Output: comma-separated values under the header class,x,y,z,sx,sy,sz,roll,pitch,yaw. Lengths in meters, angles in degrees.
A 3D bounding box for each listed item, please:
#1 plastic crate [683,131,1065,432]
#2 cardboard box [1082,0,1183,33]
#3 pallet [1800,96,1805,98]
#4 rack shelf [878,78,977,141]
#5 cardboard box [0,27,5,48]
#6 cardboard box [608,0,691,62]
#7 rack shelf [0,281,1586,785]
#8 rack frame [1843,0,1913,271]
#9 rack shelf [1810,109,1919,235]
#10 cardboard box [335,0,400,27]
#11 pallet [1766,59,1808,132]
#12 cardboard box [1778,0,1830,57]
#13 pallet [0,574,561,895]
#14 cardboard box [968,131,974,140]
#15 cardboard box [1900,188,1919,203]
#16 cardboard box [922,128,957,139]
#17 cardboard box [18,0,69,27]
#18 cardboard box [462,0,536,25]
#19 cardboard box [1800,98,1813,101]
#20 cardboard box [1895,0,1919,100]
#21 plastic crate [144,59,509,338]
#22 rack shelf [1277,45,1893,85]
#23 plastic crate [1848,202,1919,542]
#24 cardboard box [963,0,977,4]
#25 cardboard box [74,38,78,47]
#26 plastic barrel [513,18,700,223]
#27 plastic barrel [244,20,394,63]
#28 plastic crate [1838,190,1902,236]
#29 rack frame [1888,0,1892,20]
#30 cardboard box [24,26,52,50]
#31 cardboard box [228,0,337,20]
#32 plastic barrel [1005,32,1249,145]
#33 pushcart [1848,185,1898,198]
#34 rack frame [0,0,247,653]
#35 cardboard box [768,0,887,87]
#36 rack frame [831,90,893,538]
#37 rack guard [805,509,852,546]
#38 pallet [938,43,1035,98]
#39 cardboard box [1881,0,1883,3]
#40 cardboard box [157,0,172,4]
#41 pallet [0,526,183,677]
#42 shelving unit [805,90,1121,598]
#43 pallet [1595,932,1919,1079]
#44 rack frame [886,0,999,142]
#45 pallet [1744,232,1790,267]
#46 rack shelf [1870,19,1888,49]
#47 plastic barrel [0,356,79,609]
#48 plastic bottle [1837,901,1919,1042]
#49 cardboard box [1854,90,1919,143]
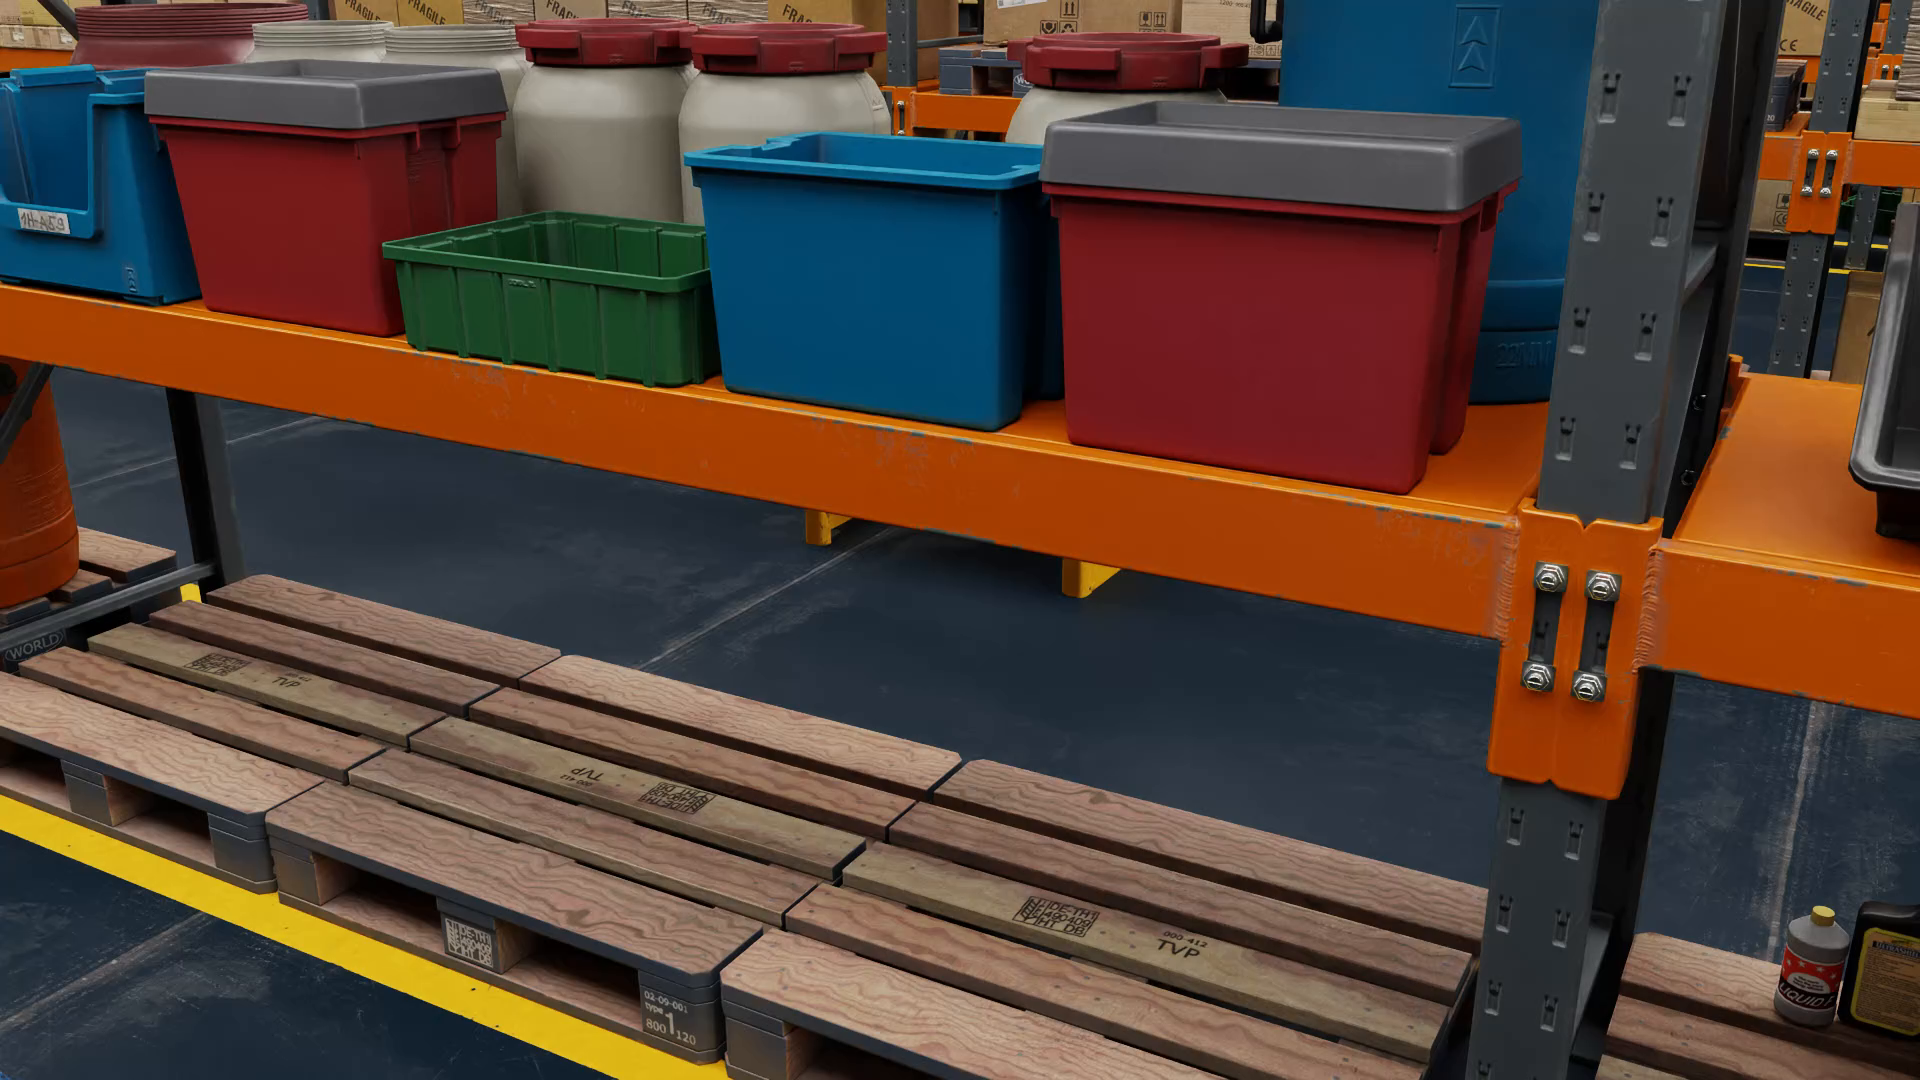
class,x,y,z,sx,sy,sz,roll,pitch,yaw
plastic crate,-0.095,-0.425,2.661,0.575,0.384,0.392,11,23,27
cardboard box,0.970,-2.585,7.830,0.500,0.500,0.700,15,25,35
pallet,10.024,-5.045,19.463,1.213,0.211,1.003,11,23,27
rack shelf,-1.803,-2.476,9.347,4.000,0.370,1.077,11,23,27
cardboard box,-6.443,-3.452,11.350,0.250,0.149,0.380,10,22,26
cardboard box,-1.496,-2.707,8.782,0.500,0.500,0.500,10,22,26
rack shelf,-0.726,-0.336,3.448,4.000,0.370,1.077,11,23,27
rack frame,5.943,-3.276,10.497,0.127,3.000,1.000,11,23,27
rack shelf,5.182,-1.145,5.679,4.000,0.370,1.077,11,23,27
cardboard box,-3.269,-3.043,9.708,0.500,0.500,0.500,11,23,27
pallet,2.839,-1.896,6.976,1.213,0.211,1.003,11,23,27
cardboard box,5.357,-3.330,10.500,0.500,0.500,0.500,11,22,27
pallet,-1.815,0.444,4.331,1.213,0.211,1.003,11,23,27
cardboard box,0.401,-3.256,13.493,0.500,0.500,0.500,11,23,28
cardboard box,6.458,-2.349,10.442,0.875,0.875,0.875,11,23,28
cardboard box,-0.649,-1.801,8.931,0.875,0.875,1.225,10,22,25
cardboard box,-5.859,-3.552,11.042,0.500,0.250,0.500,10,22,26
cardboard box,-2.393,-2.876,9.248,0.500,0.500,0.500,10,22,26
cardboard box,7.809,-3.815,15.221,0.625,0.372,0.950,11,23,28
cardboard box,3.798,-1.910,6.148,0.500,0.500,0.875,11,23,27
plastic crate,-1.211,-0.677,3.239,0.583,0.464,0.402,11,23,27
rack shelf,4.197,-3.270,11.537,4.000,0.370,1.077,11,23,27
plastic crate,1.415,-0.188,2.074,0.504,0.338,0.767,11,23,27
cardboard box,0.221,-4.268,12.984,0.250,0.149,0.380,10,22,26
cardboard box,-5.548,-3.281,10.880,0.250,0.149,0.380,10,22,26
plastic barrel,-0.727,-0.824,3.538,0.433,0.535,0.433,0,20,0
plastic barrel,-1.470,-0.952,3.927,0.421,0.512,0.421,0,20,0
plastic crate,6.733,-2.342,11.963,0.450,0.188,0.662,-22,27,-25
rack frame,8.268,-4.766,14.606,0.127,3.000,1.000,11,23,27
cardboard box,-5.994,-3.366,11.114,0.250,0.149,0.380,10,22,26
cardboard box,-4.062,-3.211,10.103,0.500,0.250,0.500,10,22,26
plastic barrel,0.292,-0.630,3.004,0.433,0.535,0.433,0,20,0
pushcart,7.200,-2.847,13.159,0.936,0.377,1.648,3,20,9
rack frame,-2.472,-1.007,4.242,0.127,3.000,1.000,11,23,27
cardboard box,-0.608,-2.537,8.313,0.500,0.500,0.500,12,23,29
rack frame,-0.369,-0.775,5.803,0.032,1.500,0.500,11,23,27
rack guard,-0.368,-0.188,6.016,0.087,0.250,0.587,11,23,27
pallet,0.618,-2.304,8.100,1.003,0.211,1.213,11,23,27
cardboard box,10.118,-6.180,18.723,0.500,0.250,0.500,11,23,29
cardboard box,-4.961,-3.381,10.572,0.500,0.250,0.500,11,23,28
pallet,-3.181,0.185,5.045,1.213,0.211,1.003,11,23,27
shelving unit,0.067,-0.692,5.574,1.083,1.500,0.587,11,23,27
pallet,1.586,1.093,2.542,1.213,0.211,1.003,11,23,27
rack frame,-0.057,-2.481,8.307,0.127,3.000,1.000,11,23,27
pallet,5.232,-2.071,11.265,1.213,0.211,1.003,11,23,27
rack shelf,6.522,-4.761,15.646,4.000,0.370,1.077,11,23,27
plastic barrel,-2.907,-0.260,4.751,0.708,0.830,0.600,11,23,27
plastic bottle,1.601,0.710,2.847,0.133,0.283,0.061,12,23,30
cardboard box,3.476,-1.573,6.171,0.250,0.149,0.380,11,23,27
